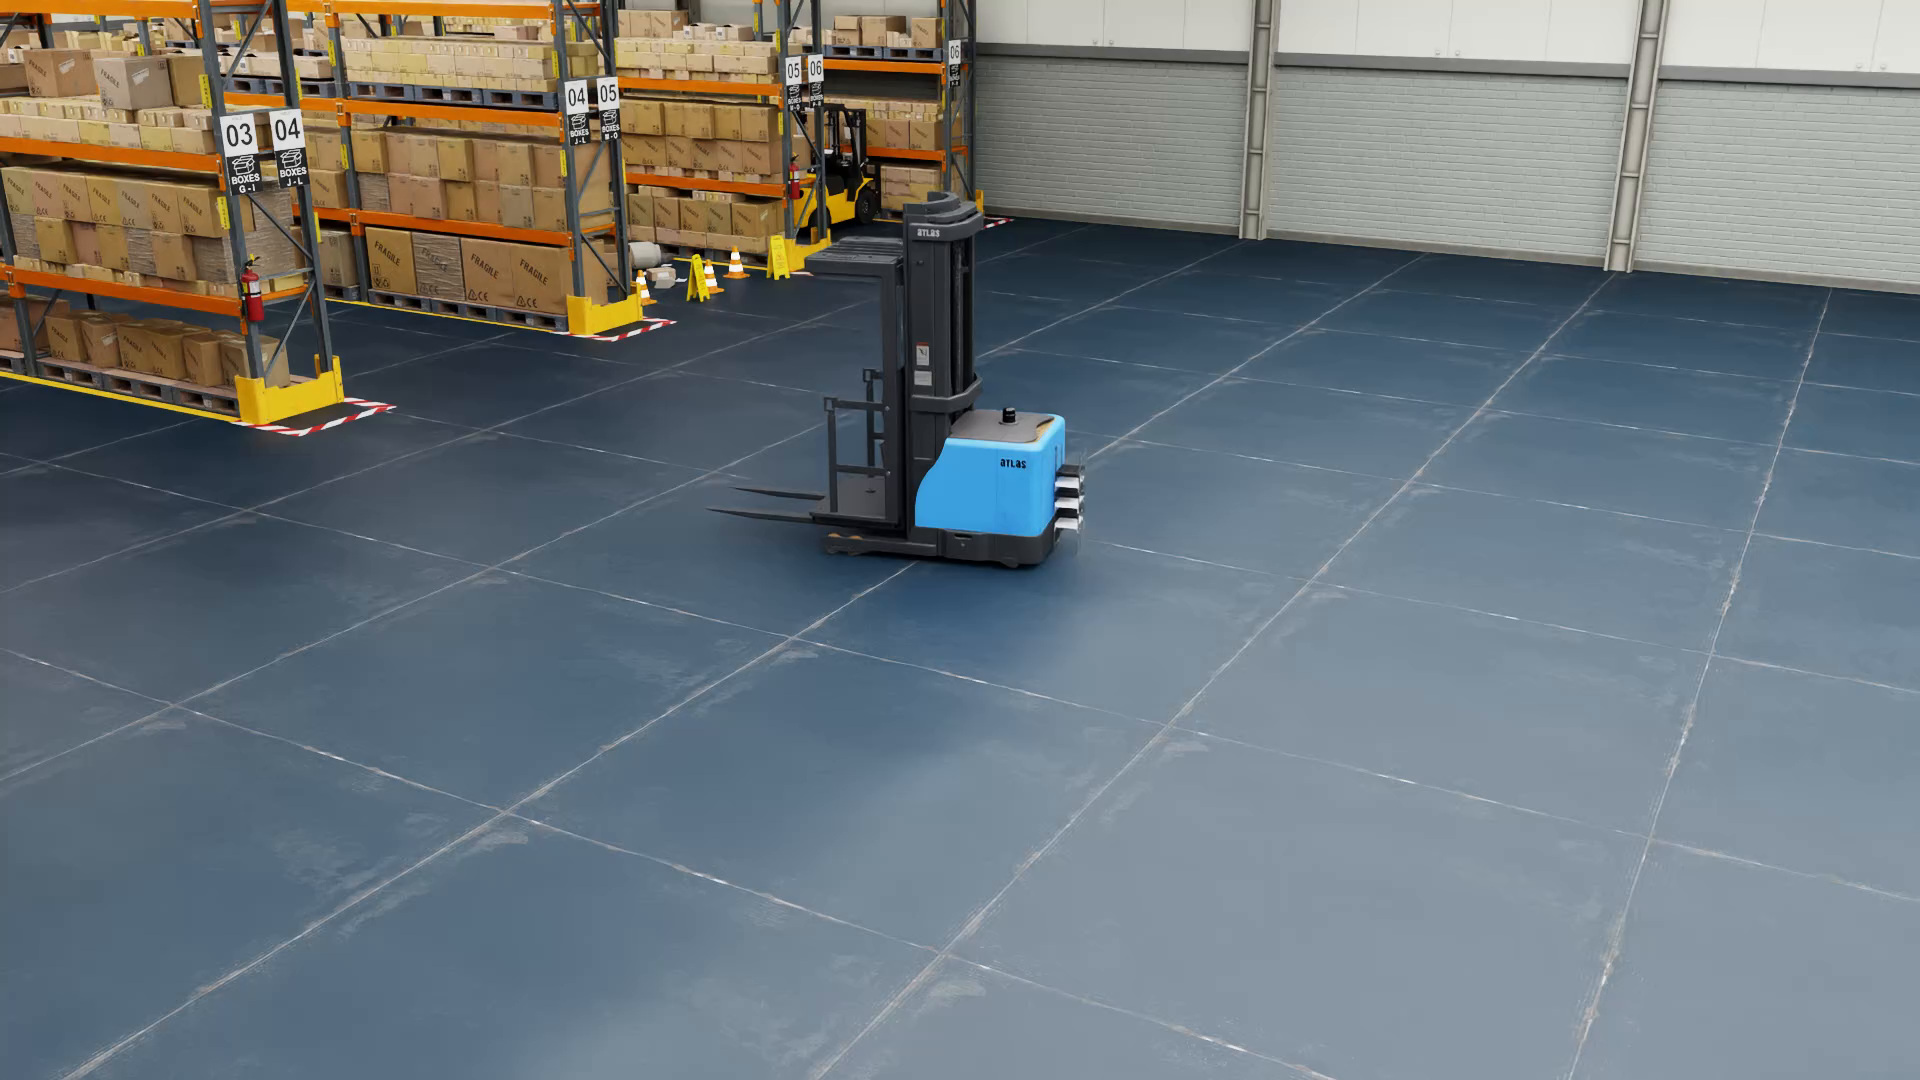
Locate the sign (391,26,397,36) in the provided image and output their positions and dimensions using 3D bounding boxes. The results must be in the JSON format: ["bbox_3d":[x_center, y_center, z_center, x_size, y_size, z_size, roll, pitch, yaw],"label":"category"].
[{"bbox_3d":[-9.686,-8.627,28.476,0.005,0.325,0.100,11,23,27],"label":"sign"}]

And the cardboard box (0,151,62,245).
[{"bbox_3d":[-11.375,-4.138,19.880,1.000,1.000,1.000,11,23,28],"label":"cardboard box"}]

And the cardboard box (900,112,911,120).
[{"bbox_3d":[-0.881,-7.670,30.012,0.250,0.149,0.380,11,23,28],"label":"cardboard box"}]

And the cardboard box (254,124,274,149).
[{"bbox_3d":[-7.552,-4.317,17.688,0.500,0.250,0.500,12,23,29],"label":"cardboard box"}]

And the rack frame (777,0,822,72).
[{"bbox_3d":[-2.425,-8.590,24.851,0.127,3.000,1.000,11,23,27],"label":"rack frame"}]

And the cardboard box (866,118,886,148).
[{"bbox_3d":[-1.461,-7.473,30.422,0.500,0.500,0.500,10,22,26],"label":"cardboard box"}]

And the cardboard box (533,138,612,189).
[{"bbox_3d":[-5.055,-4.931,21.757,0.550,0.550,0.875,11,23,27],"label":"cardboard box"}]

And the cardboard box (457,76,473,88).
[{"bbox_3d":[-6.315,-5.982,21.665,0.250,0.149,0.380,11,23,28],"label":"cardboard box"}]

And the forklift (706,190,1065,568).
[{"bbox_3d":[-0.668,-1.413,13.961,3.031,2.935,1.130,5,21,15],"label":"forklift"}]

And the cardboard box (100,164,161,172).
[{"bbox_3d":[-9.349,-3.983,18.897,0.500,0.500,0.500,11,23,27],"label":"cardboard box"}]

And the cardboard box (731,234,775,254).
[{"bbox_3d":[-3.282,-4.733,26.432,0.500,0.250,0.500,11,23,27],"label":"cardboard box"}]

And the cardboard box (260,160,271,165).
[{"bbox_3d":[-10.010,-5.796,24.333,0.500,0.500,0.700,11,22,27],"label":"cardboard box"}]

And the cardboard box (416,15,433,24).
[{"bbox_3d":[-11.041,-10.971,34.862,0.500,0.250,0.500,11,23,27],"label":"cardboard box"}]

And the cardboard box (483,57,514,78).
[{"bbox_3d":[-5.750,-6.085,21.365,0.500,0.250,0.500,11,23,27],"label":"cardboard box"}]

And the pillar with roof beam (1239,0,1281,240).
[{"bbox_3d":[2.963,-8.173,23.701,0.400,9.000,9.100,11,23,27],"label":"pillar with roof beam"}]

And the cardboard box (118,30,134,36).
[{"bbox_3d":[-12.645,-7.693,25.506,0.258,0.266,0.396,11,23,27],"label":"cardboard box"}]

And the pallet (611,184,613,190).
[{"bbox_3d":[-6.292,-7.120,33.683,1.213,0.211,1.003,11,23,27],"label":"pallet"}]

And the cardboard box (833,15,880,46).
[{"bbox_3d":[-1.850,-9.261,30.185,0.637,0.503,0.797,12,23,29],"label":"cardboard box"}]

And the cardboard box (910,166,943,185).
[{"bbox_3d":[-0.561,-6.607,30.131,0.500,0.250,0.500,12,23,29],"label":"cardboard box"}]

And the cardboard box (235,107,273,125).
[{"bbox_3d":[-7.385,-4.462,17.503,0.250,0.149,0.380,11,22,27],"label":"cardboard box"}]

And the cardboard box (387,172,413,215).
[{"bbox_3d":[-7.423,-4.873,23.180,0.550,0.550,0.875,11,23,27],"label":"cardboard box"}]

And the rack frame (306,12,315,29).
[{"bbox_3d":[-13.975,-12.730,36.261,0.127,3.000,1.000,11,23,27],"label":"rack frame"}]

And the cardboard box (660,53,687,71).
[{"bbox_3d":[-4.338,-7.507,26.046,0.500,0.250,0.500,11,23,28],"label":"cardboard box"}]

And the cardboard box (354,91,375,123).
[{"bbox_3d":[-10.440,-7.709,29.605,0.500,0.500,0.500,11,23,28],"label":"cardboard box"}]

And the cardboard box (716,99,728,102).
[{"bbox_3d":[-4.622,-8.355,31.900,0.250,0.149,0.380,10,22,26],"label":"cardboard box"}]

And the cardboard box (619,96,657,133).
[{"bbox_3d":[-5.203,-6.863,26.837,0.500,0.500,0.700,11,23,28],"label":"cardboard box"}]

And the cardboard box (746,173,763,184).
[{"bbox_3d":[-3.131,-5.660,25.937,0.250,0.149,0.380,10,22,27],"label":"cardboard box"}]

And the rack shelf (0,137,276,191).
[{"bbox_3d":[-9.004,-4.225,18.269,4.000,0.370,1.077,11,23,27],"label":"rack shelf"}]

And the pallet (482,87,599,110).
[{"bbox_3d":[-5.403,-5.769,21.600,1.213,0.211,1.003,11,23,27],"label":"pallet"}]

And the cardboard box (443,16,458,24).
[{"bbox_3d":[-10.436,-10.740,34.346,0.250,0.149,0.380,12,23,29],"label":"cardboard box"}]

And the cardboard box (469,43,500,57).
[{"bbox_3d":[-6.095,-6.315,21.414,0.250,0.149,0.380,11,23,28],"label":"cardboard box"}]

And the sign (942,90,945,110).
[{"bbox_3d":[-0.284,-7.745,29.272,0.005,0.325,0.100,11,23,27],"label":"sign"}]

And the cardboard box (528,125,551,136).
[{"bbox_3d":[-6.865,-6.910,27.818,0.500,0.500,0.500,11,23,28],"label":"cardboard box"}]

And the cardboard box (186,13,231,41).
[{"bbox_3d":[-14.094,-9.684,31.349,0.637,0.503,0.797,13,24,31],"label":"cardboard box"}]

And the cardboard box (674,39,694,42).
[{"bbox_3d":[-4.368,-7.919,26.597,0.250,0.149,0.380,11,23,28],"label":"cardboard box"}]

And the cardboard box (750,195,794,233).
[{"bbox_3d":[-3.015,-5.248,26.750,0.500,0.500,0.500,10,22,26],"label":"cardboard box"}]

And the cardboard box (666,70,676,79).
[{"bbox_3d":[-4.416,-7.345,26.186,0.250,0.149,0.380,11,23,28],"label":"cardboard box"}]

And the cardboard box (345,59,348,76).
[{"bbox_3d":[-8.648,-6.711,23.503,0.396,0.266,0.258,10,22,26],"label":"cardboard box"}]

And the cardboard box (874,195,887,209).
[{"bbox_3d":[-1.433,-6.309,30.775,0.500,0.250,0.500,11,23,28],"label":"cardboard box"}]

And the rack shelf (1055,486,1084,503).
[{"bbox_3d":[0.923,-0.392,13.961,0.200,0.077,0.258,5,21,15],"label":"rack shelf"}]

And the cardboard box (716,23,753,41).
[{"bbox_3d":[-4.250,-9.574,31.330,0.500,0.311,0.500,10,22,26],"label":"cardboard box"}]

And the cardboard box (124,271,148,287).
[{"bbox_3d":[-8.968,-2.906,18.346,0.250,0.149,0.380,11,23,27],"label":"cardboard box"}]

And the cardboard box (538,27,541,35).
[{"bbox_3d":[-8.284,-10.278,33.537,0.250,0.149,0.380,11,23,28],"label":"cardboard box"}]

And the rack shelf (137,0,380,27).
[{"bbox_3d":[-9.988,-7.572,23.683,4.000,0.370,1.077,11,23,27],"label":"rack shelf"}]

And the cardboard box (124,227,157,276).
[{"bbox_3d":[-8.635,-3.250,18.343,0.500,0.500,0.875,11,23,27],"label":"cardboard box"}]

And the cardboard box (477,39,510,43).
[{"bbox_3d":[-6.219,-6.596,22.187,0.250,0.149,0.380,11,23,28],"label":"cardboard box"}]

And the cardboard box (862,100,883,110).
[{"bbox_3d":[-1.586,-7.920,30.265,0.250,0.149,0.380,11,23,28],"label":"cardboard box"}]

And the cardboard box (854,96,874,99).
[{"bbox_3d":[-1.765,-8.168,30.951,0.250,0.149,0.380,12,23,29],"label":"cardboard box"}]

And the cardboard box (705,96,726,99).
[{"bbox_3d":[-4.789,-8.616,32.620,0.250,0.149,0.380,11,22,27],"label":"cardboard box"}]

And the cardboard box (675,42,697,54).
[{"bbox_3d":[-4.219,-7.650,25.857,0.250,0.149,0.380,11,23,29],"label":"cardboard box"}]

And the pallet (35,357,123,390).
[{"bbox_3d":[-10.146,-2.073,19.771,1.213,0.211,1.003,11,23,27],"label":"pallet"}]

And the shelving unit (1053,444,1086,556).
[{"bbox_3d":[0.923,-0.339,13.980,0.210,0.900,0.258,5,21,15],"label":"shelving unit"}]

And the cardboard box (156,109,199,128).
[{"bbox_3d":[-8.114,-4.391,17.309,0.250,0.149,0.380,10,22,25],"label":"cardboard box"}]

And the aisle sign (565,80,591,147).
[{"bbox_3d":[-4.835,-5.401,21.043,0.004,0.787,0.394,11,23,27],"label":"aisle sign"}]

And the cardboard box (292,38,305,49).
[{"bbox_3d":[-11.967,-8.949,29.964,0.250,0.166,0.380,9,22,24],"label":"cardboard box"}]
